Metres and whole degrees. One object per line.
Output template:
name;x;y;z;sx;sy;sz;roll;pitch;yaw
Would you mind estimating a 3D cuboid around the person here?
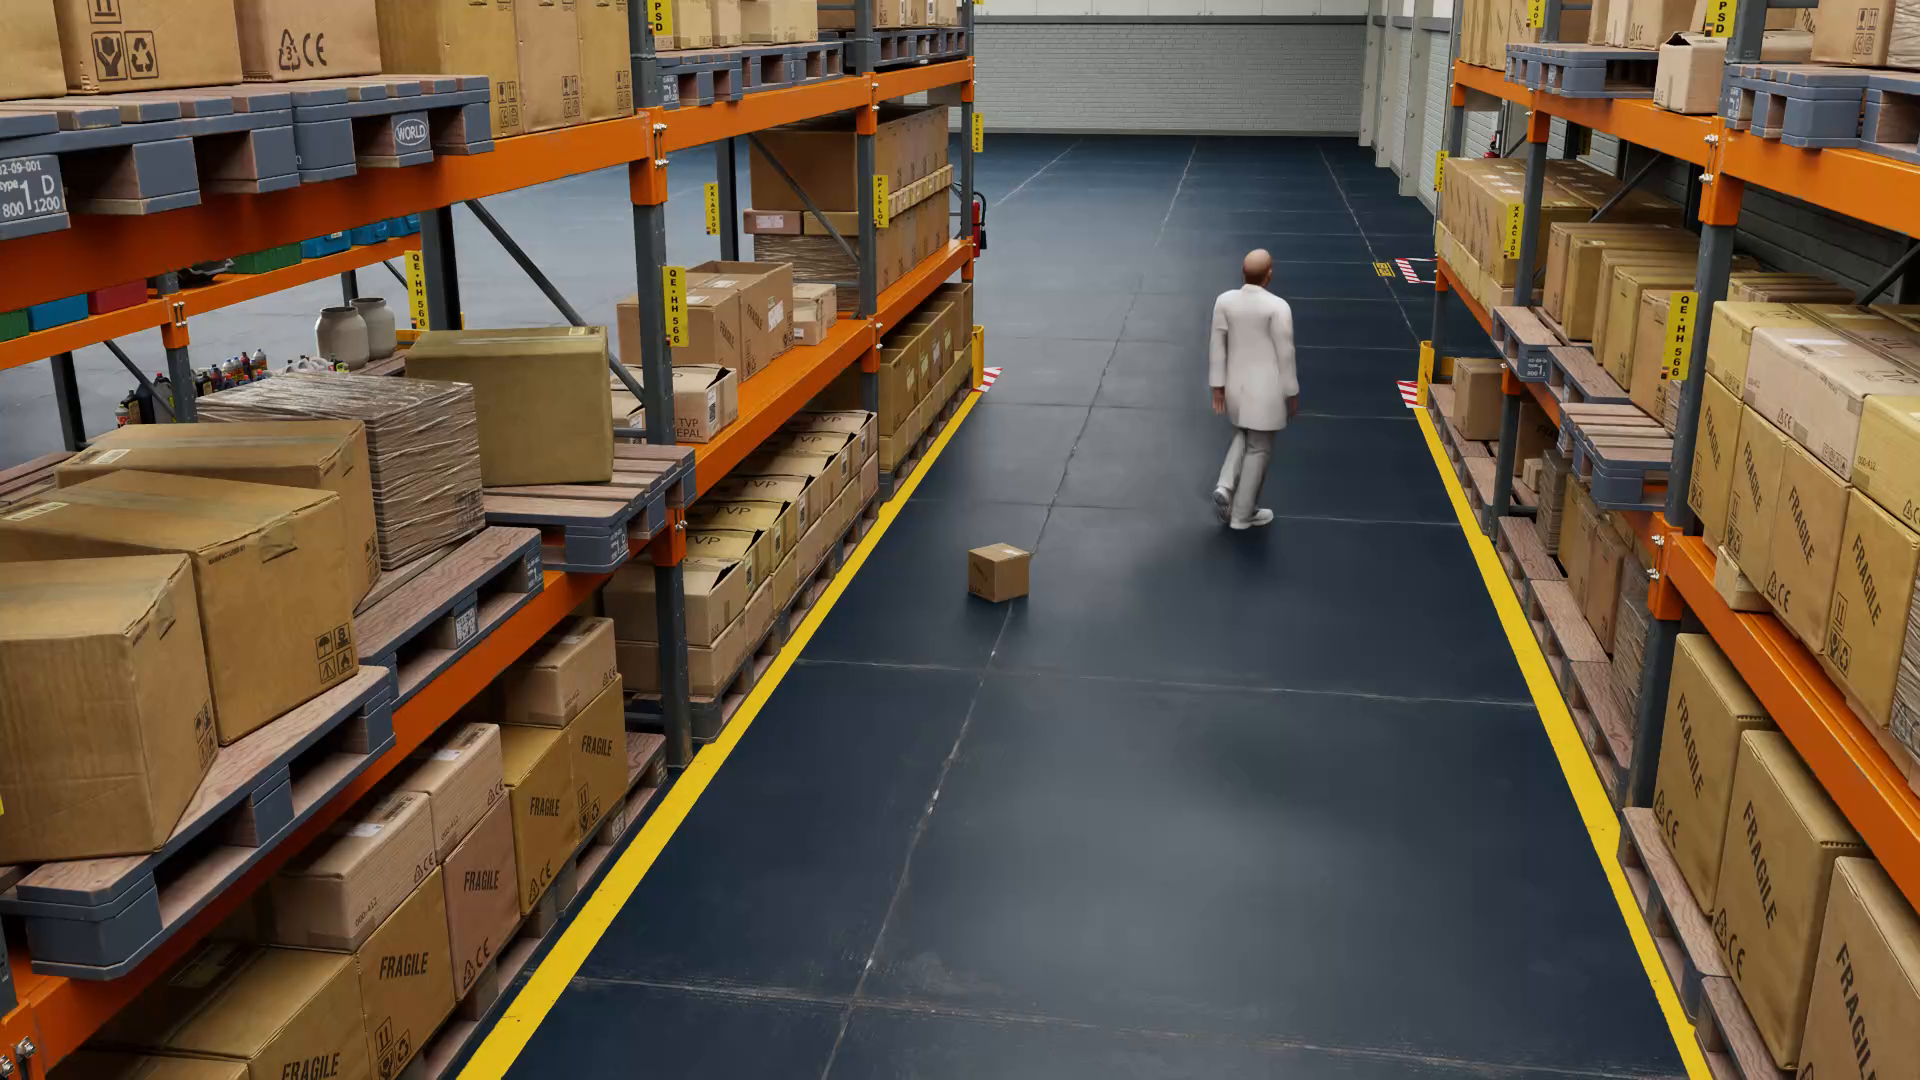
person;1.883;-0.936;10.496;0.468;1.807;0.568;-17;24;-42
